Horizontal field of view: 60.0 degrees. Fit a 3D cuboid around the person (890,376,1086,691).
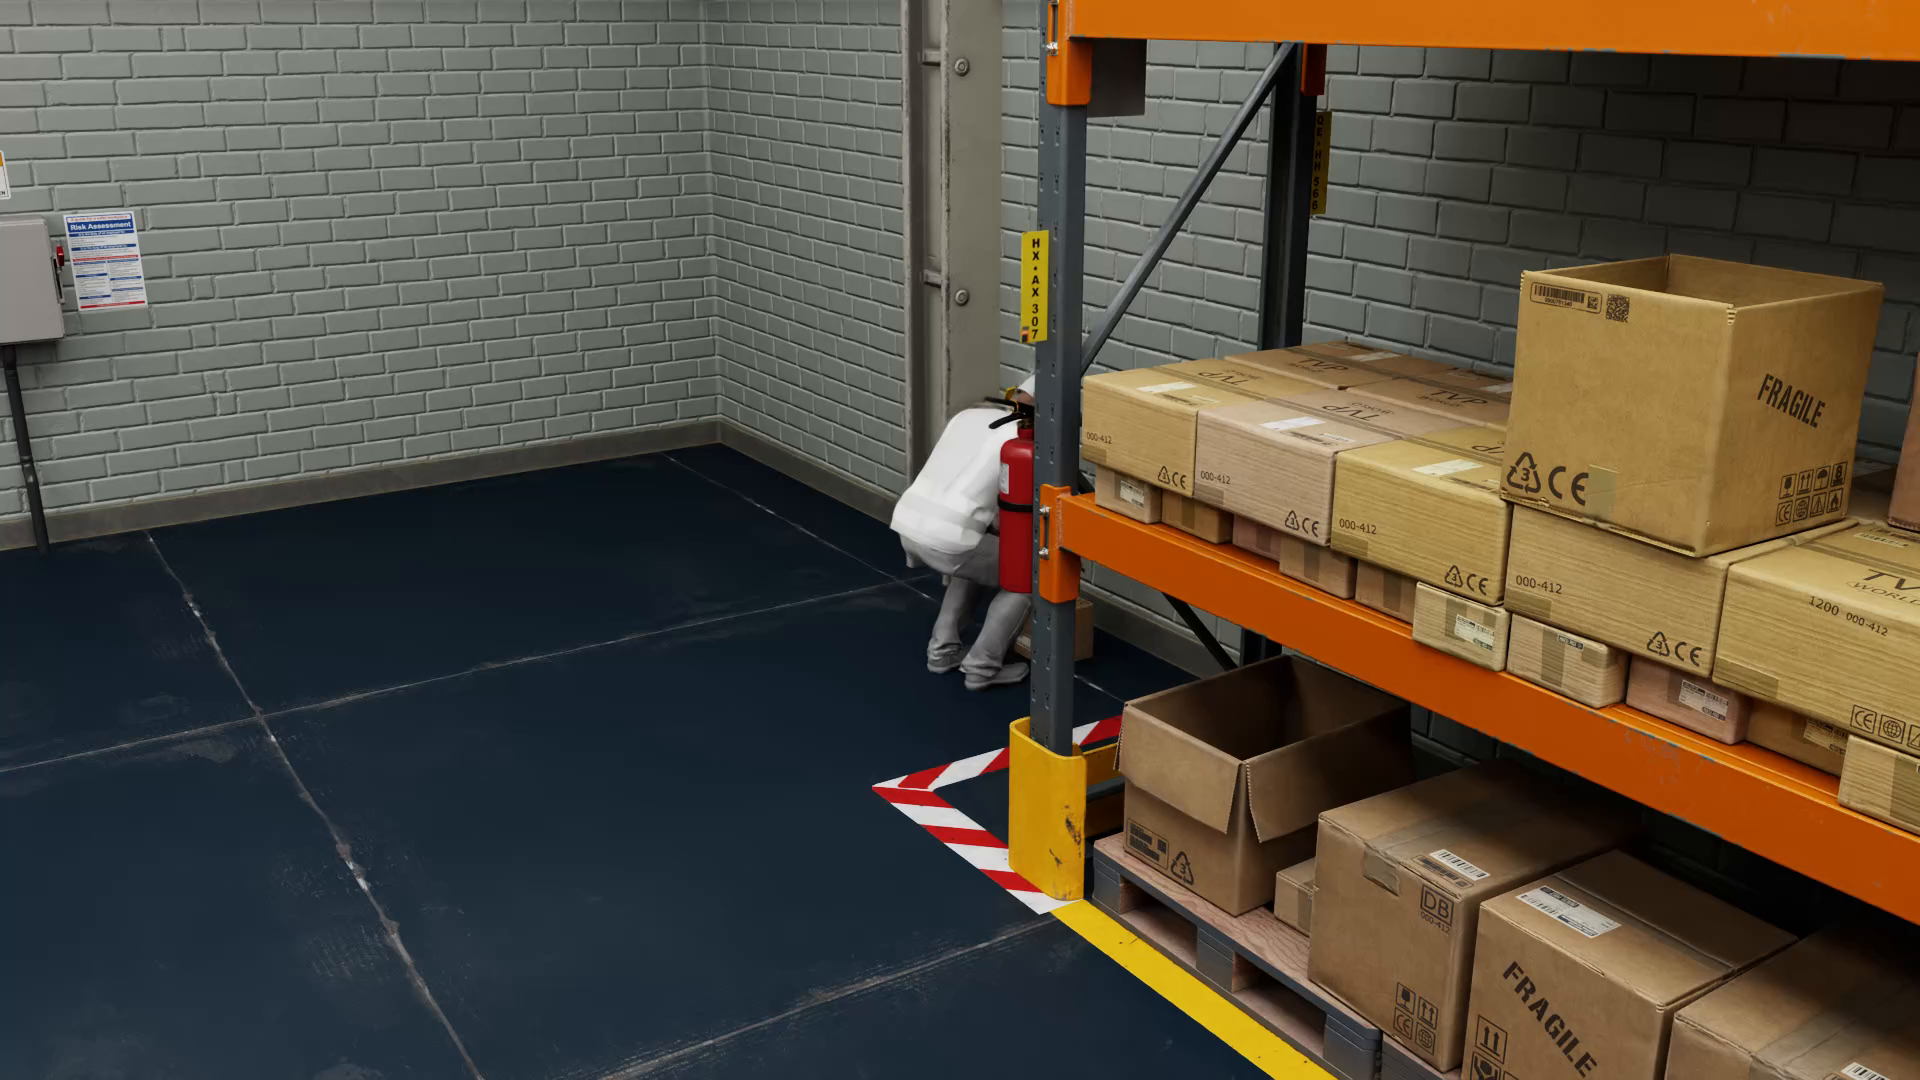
[{"bbox_3d":[0.096,-0.045,6.989,0.828,1.253,0.625,-11,21,-32],"label":"person"}]
